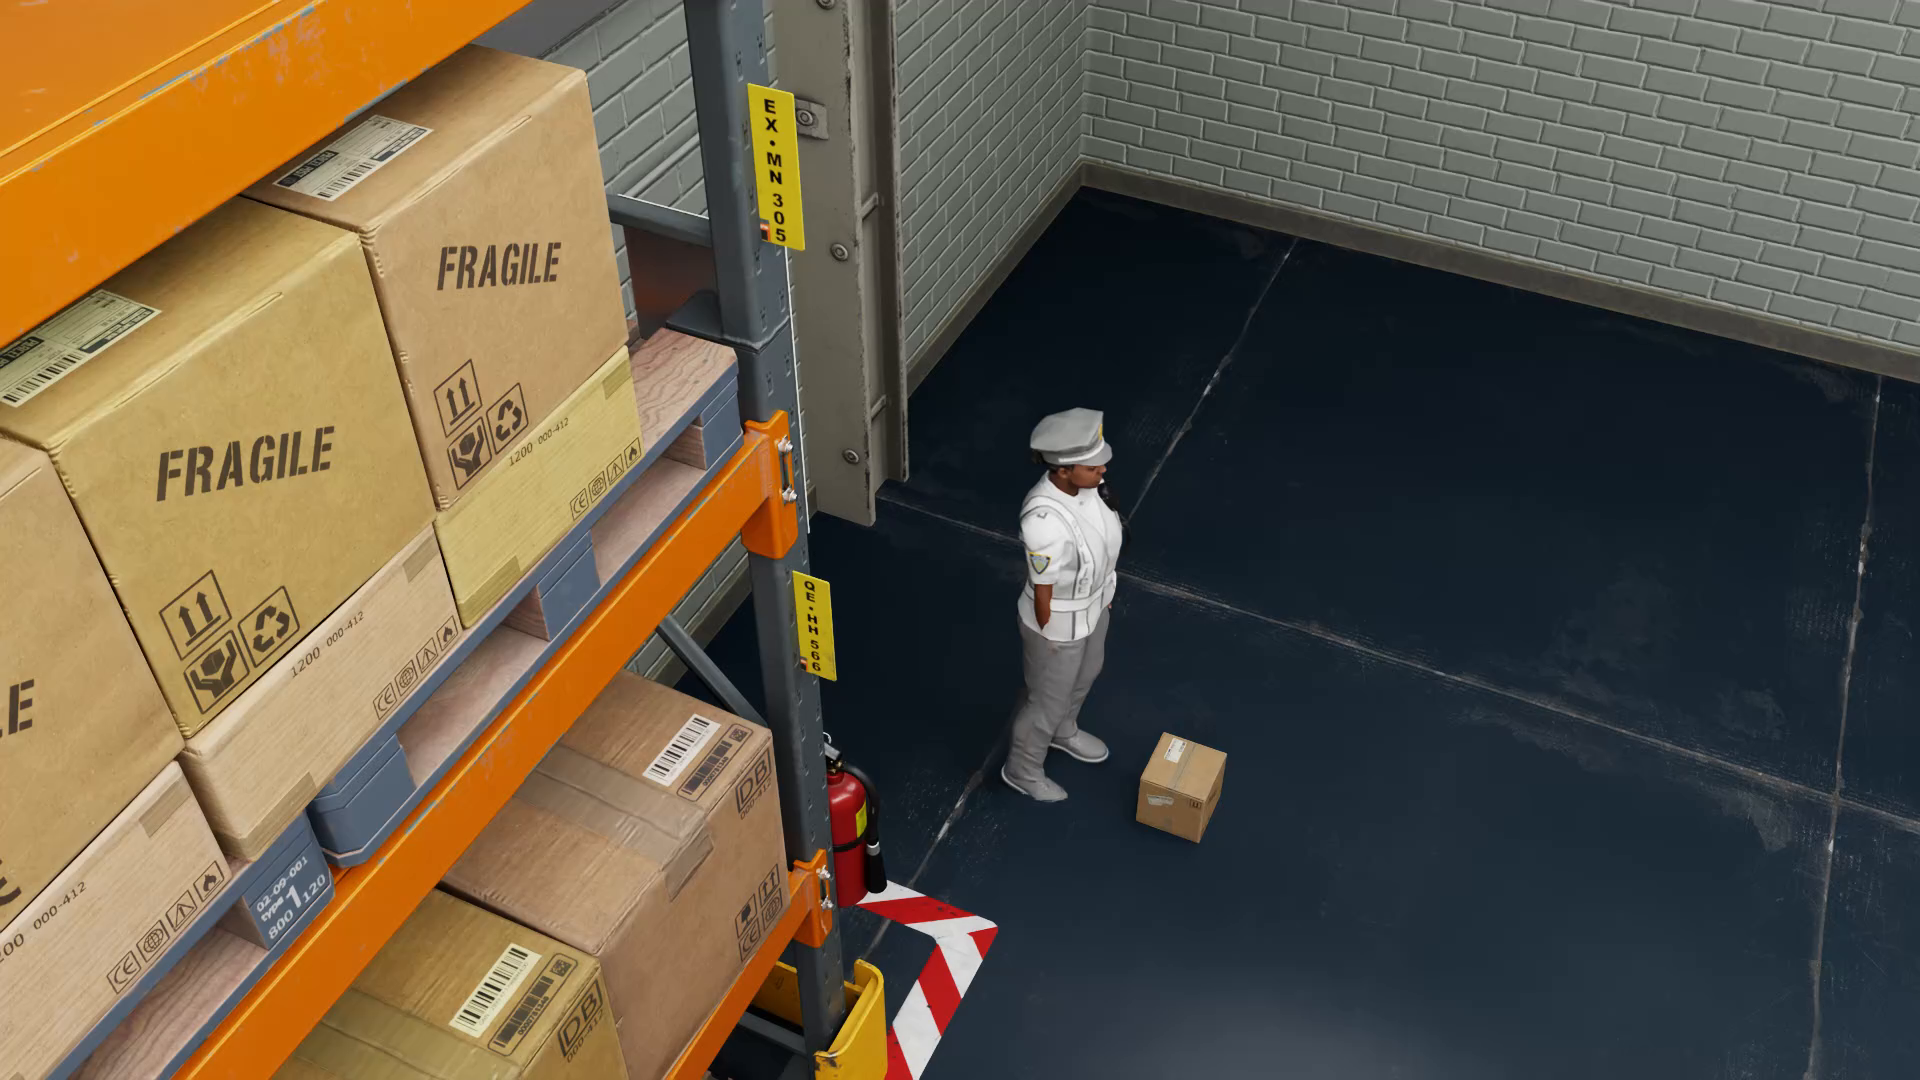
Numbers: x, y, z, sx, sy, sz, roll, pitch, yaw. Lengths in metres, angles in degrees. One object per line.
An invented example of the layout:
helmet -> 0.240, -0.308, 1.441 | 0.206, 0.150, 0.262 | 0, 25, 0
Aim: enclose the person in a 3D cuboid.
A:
person -> 2.615, 4.702, 0.884 | 10.277, 1.882, 10.475 | 18, 45, 19
